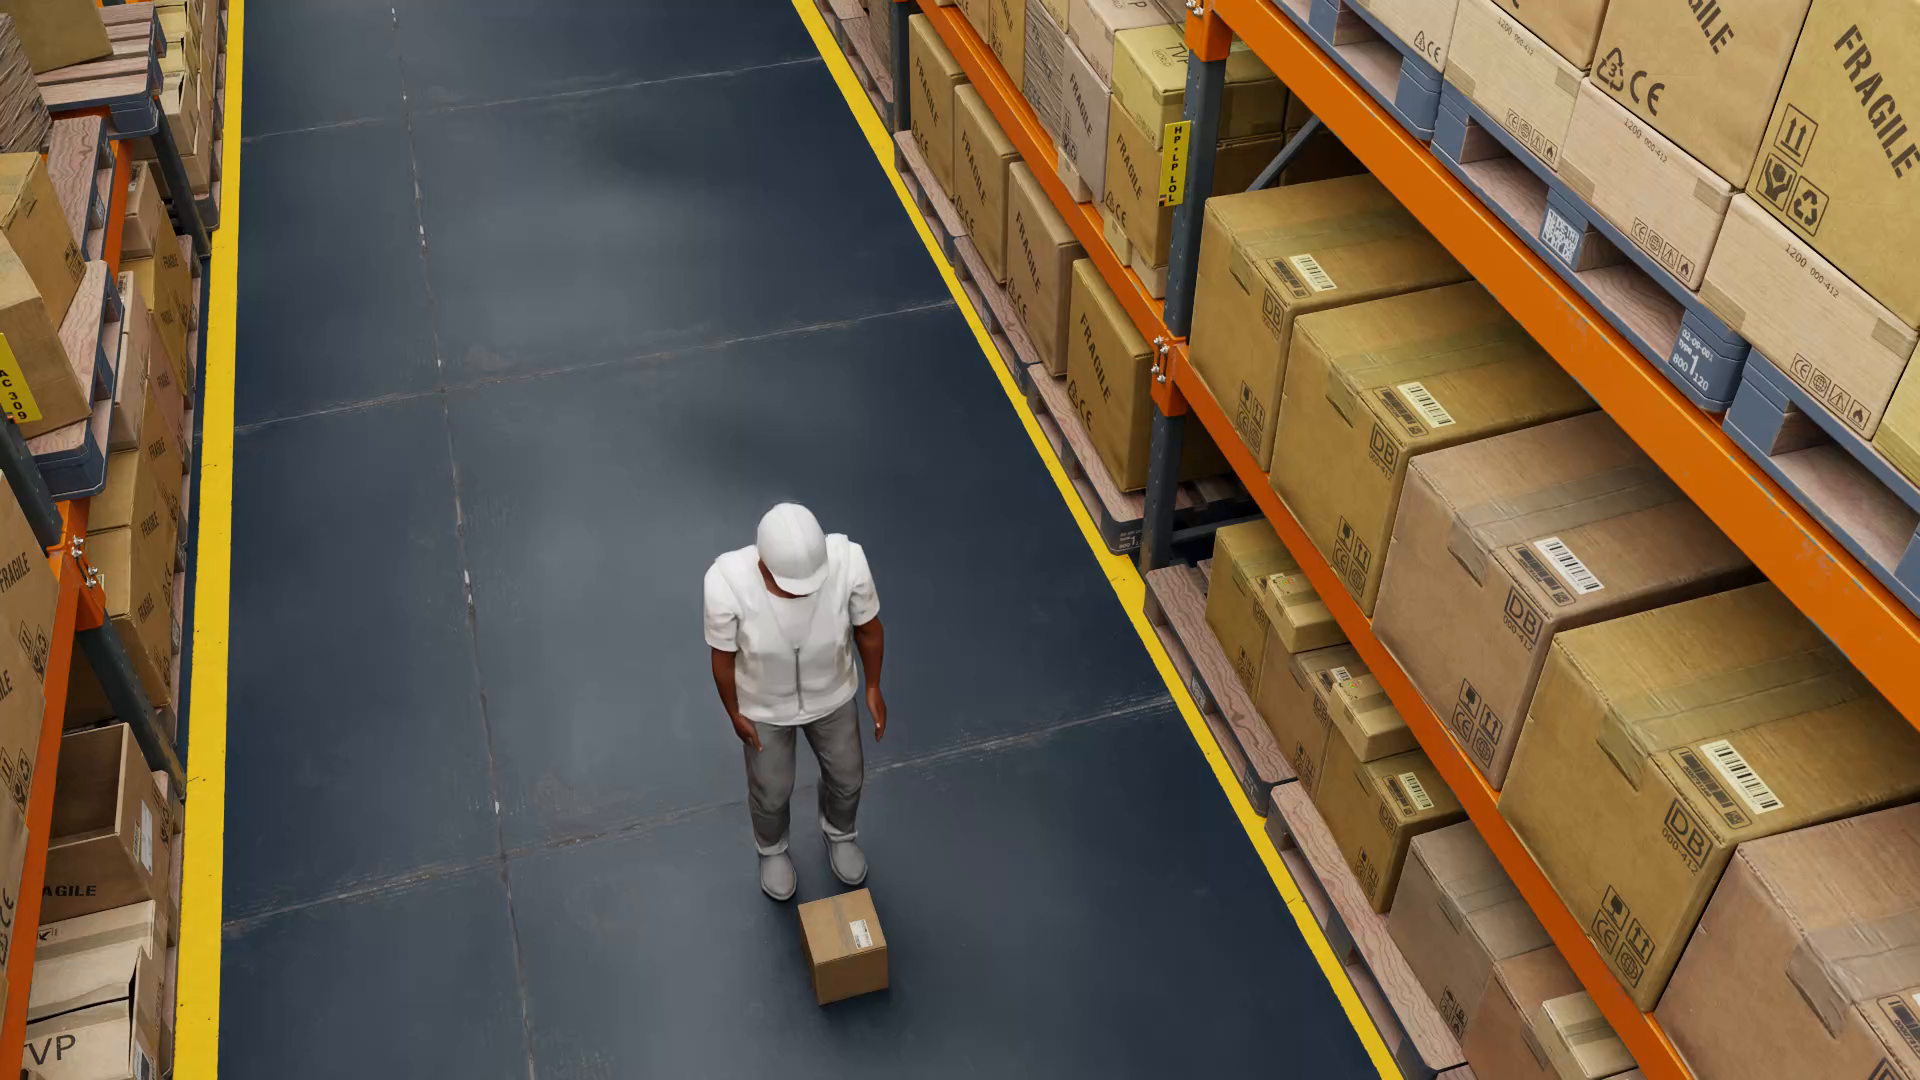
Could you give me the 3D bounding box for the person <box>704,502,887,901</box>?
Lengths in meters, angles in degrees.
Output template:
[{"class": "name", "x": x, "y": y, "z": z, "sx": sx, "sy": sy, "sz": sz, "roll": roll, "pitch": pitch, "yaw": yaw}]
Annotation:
[{"class": "person", "x": -0.526, "y": 0.533, "z": 5.569, "sx": 0.578, "sy": 1.746, "sz": 0.396, "roll": -11, "pitch": 43, "yaw": -12}]
